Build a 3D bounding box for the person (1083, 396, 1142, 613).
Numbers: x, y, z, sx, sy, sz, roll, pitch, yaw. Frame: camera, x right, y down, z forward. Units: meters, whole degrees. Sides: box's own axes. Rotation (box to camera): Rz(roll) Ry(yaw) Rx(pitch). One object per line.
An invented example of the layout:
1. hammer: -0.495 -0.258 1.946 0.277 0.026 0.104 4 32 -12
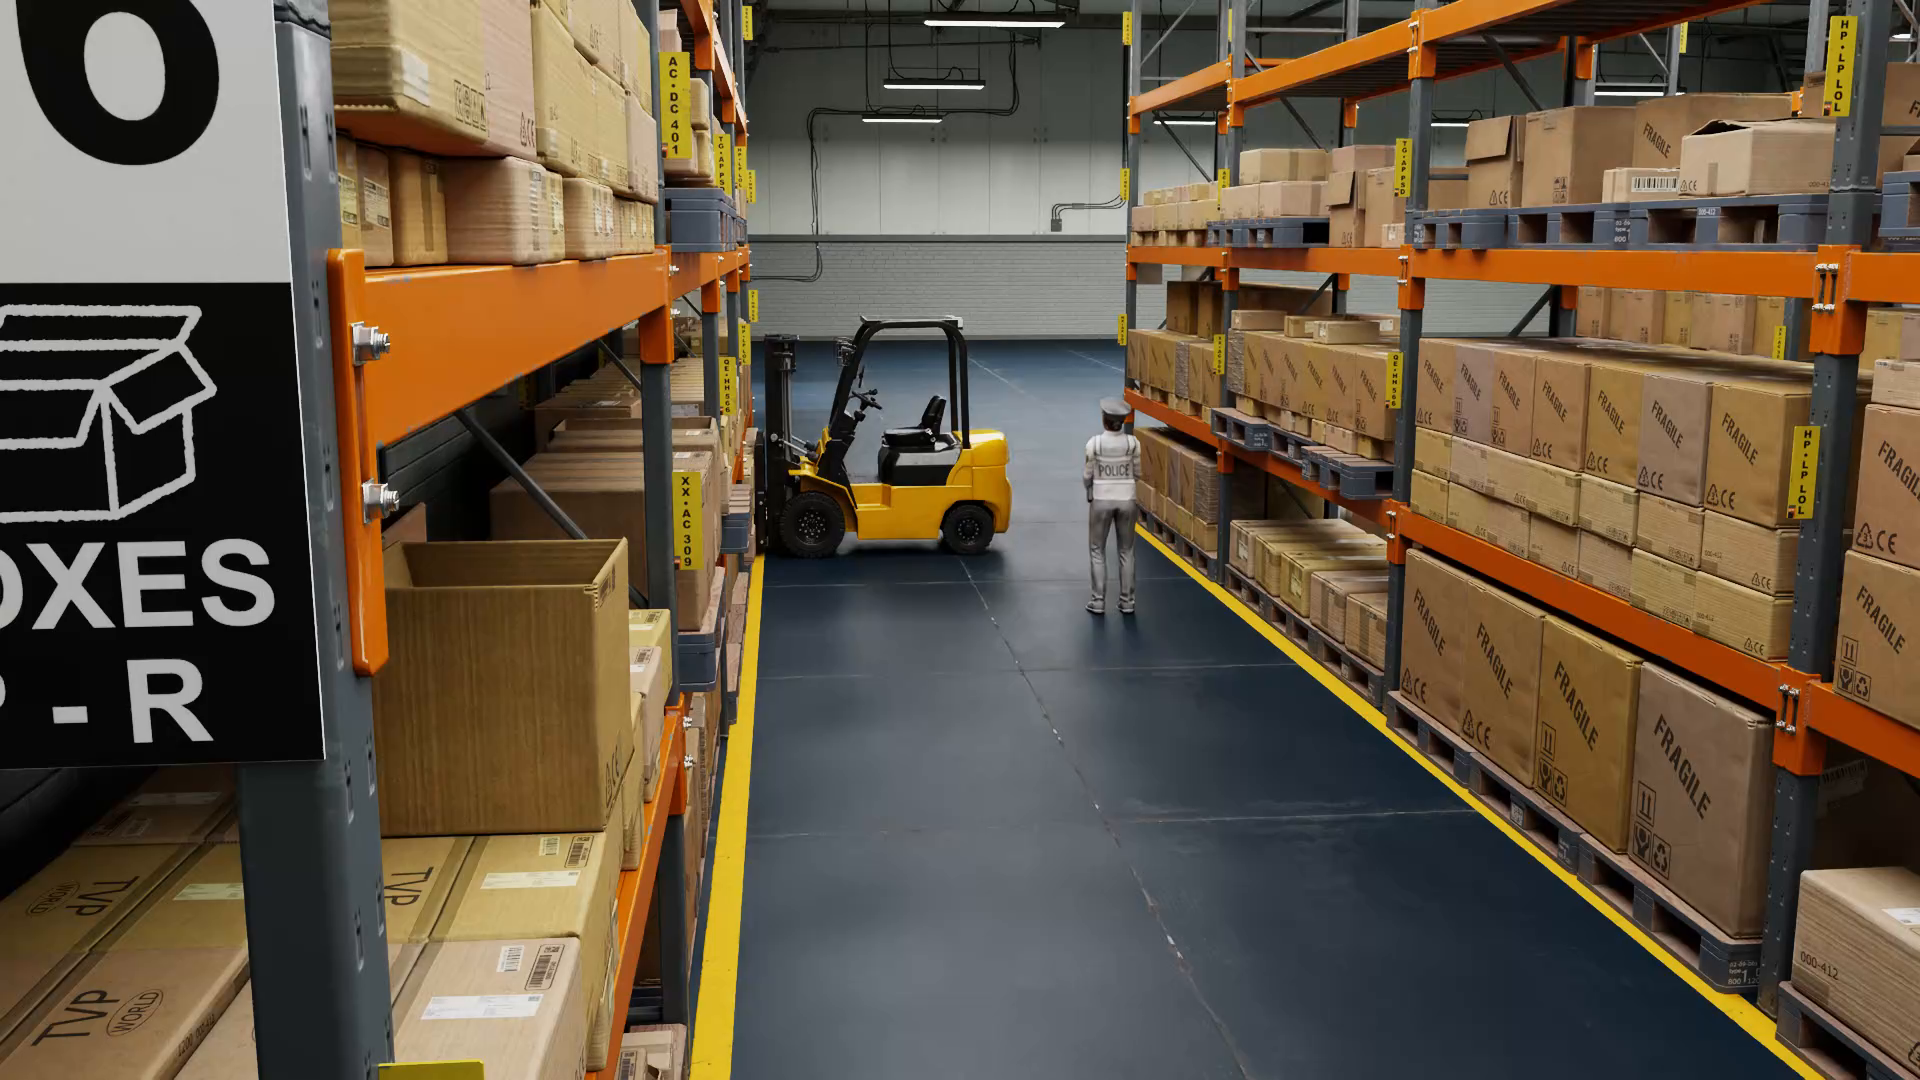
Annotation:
1. person: 1.177 -0.279 12.911 0.459 1.686 0.551 -1 10 -5
